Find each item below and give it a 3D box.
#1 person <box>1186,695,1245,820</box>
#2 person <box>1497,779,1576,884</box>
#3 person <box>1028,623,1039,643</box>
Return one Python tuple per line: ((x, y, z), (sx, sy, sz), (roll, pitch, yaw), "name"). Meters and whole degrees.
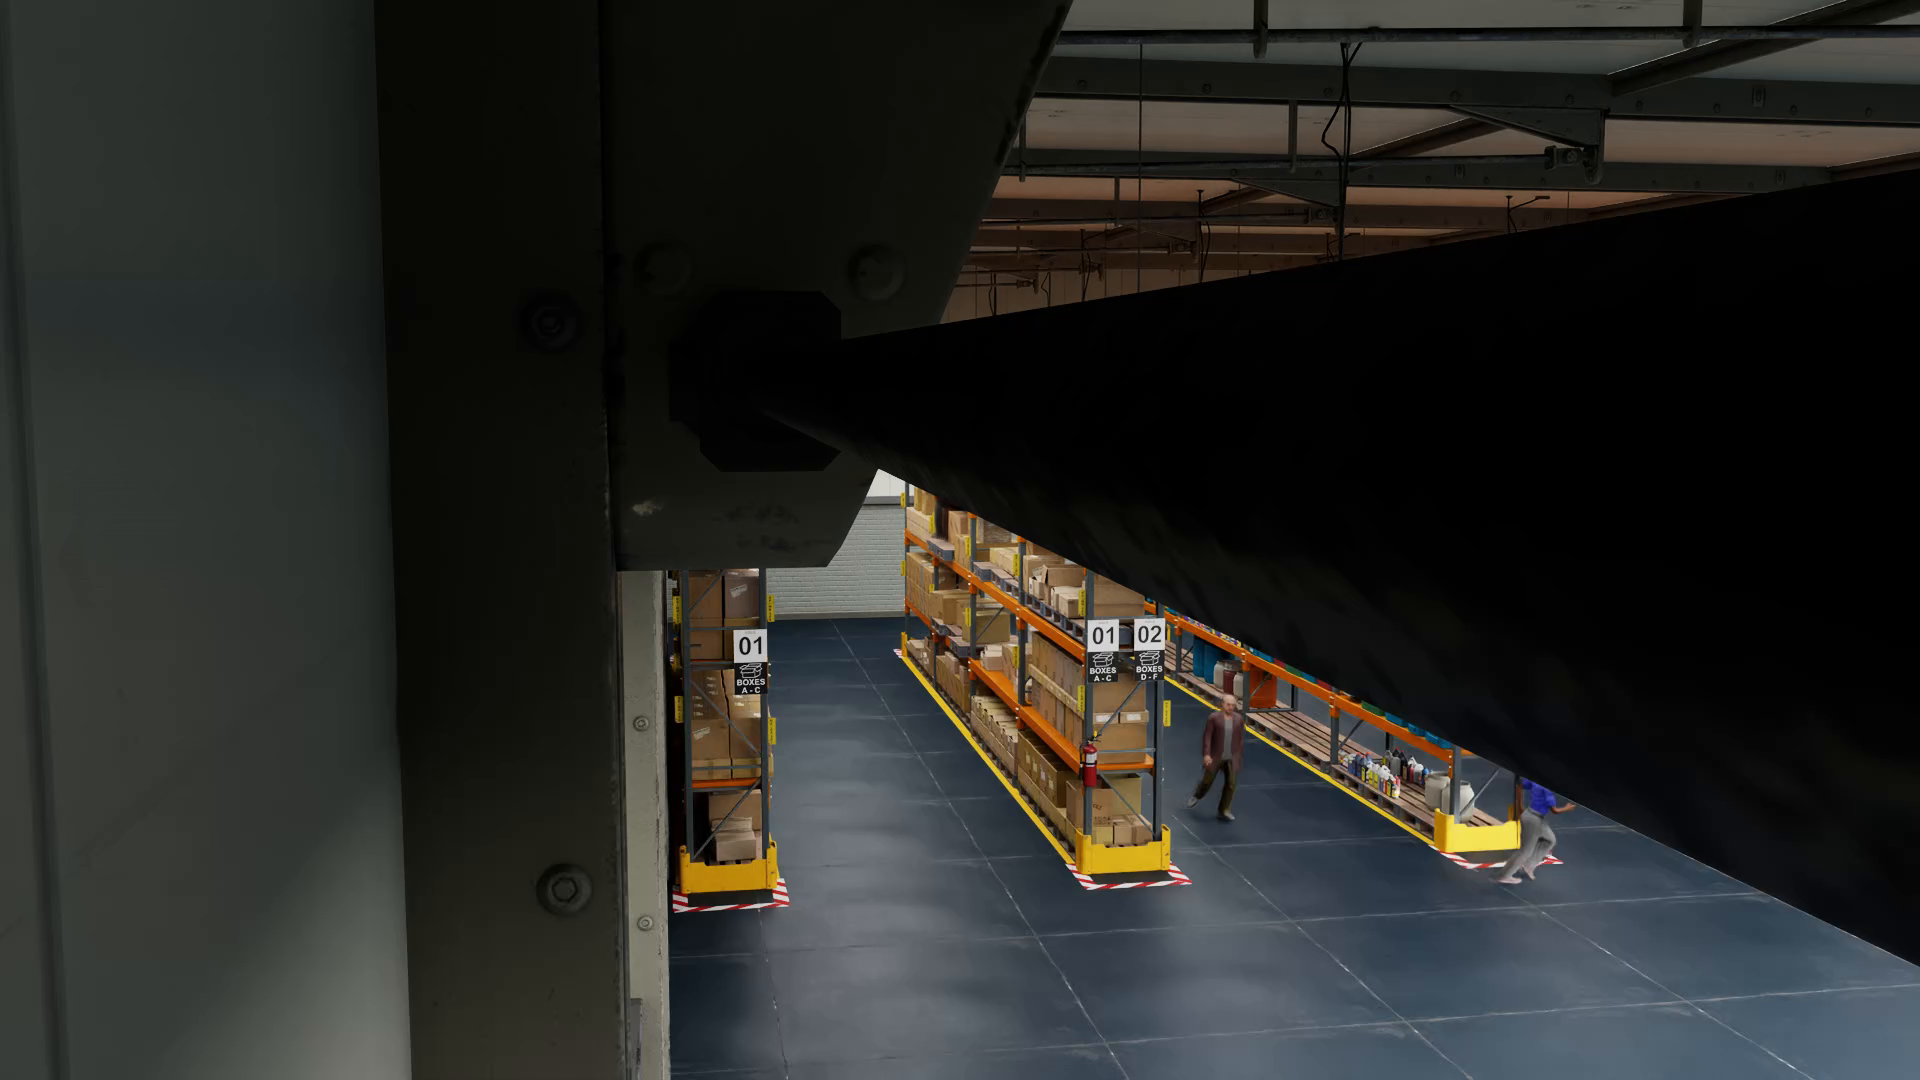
((3.610, 3.023, 23.405), (0.757, 1.755, 0.662), (-1, 6, -5), "person")
((7.049, 3.446, 20.311), (0.907, 1.572, 0.566), (1, 6, 9), "person")
((1.576, 1.883, 34.702), (0.690, 1.709, 0.619), (-2, 6, -15), "person")
